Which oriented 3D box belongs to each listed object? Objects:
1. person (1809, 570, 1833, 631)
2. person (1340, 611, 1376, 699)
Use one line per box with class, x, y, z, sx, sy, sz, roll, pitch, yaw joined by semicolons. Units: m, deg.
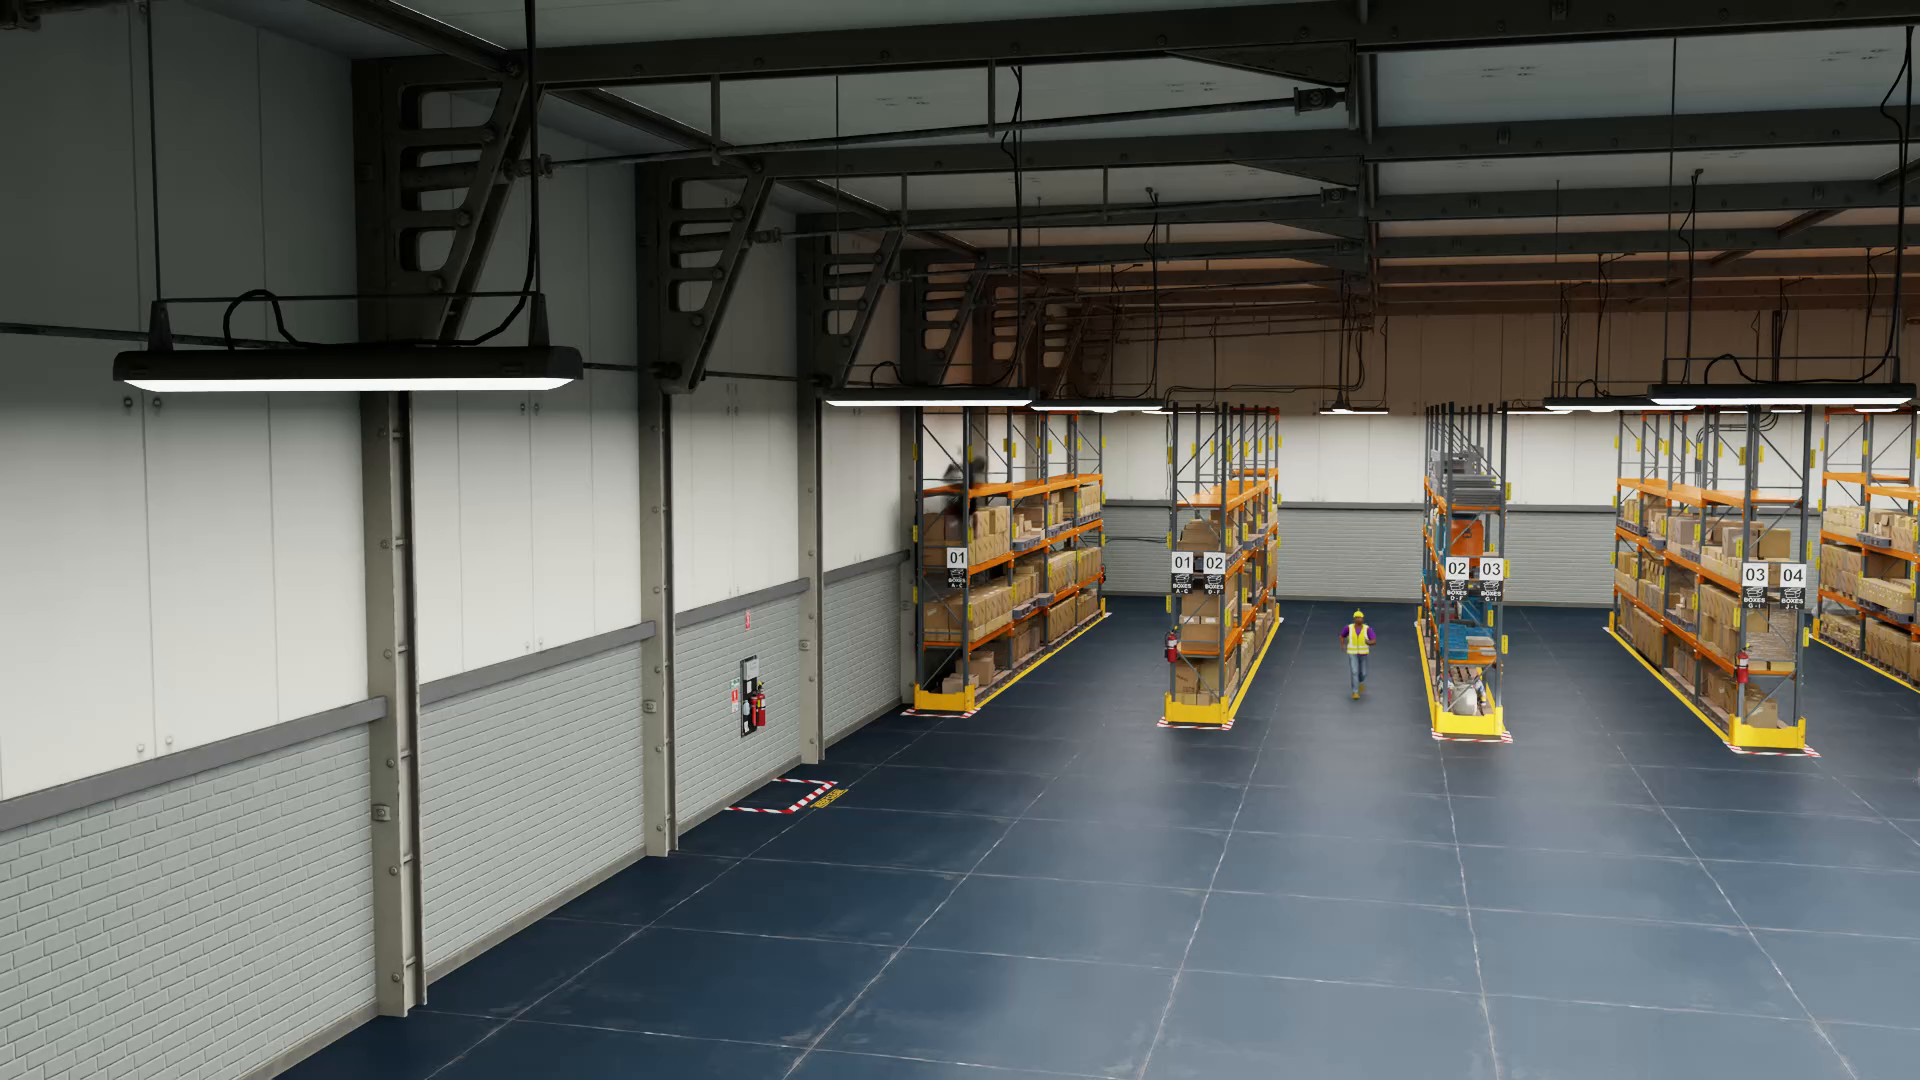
person;22.997;1.589;44.435;0.604;1.731;0.939;2;5;26
person;8.122;2.325;33.935;0.710;1.747;0.968;1;4;9
